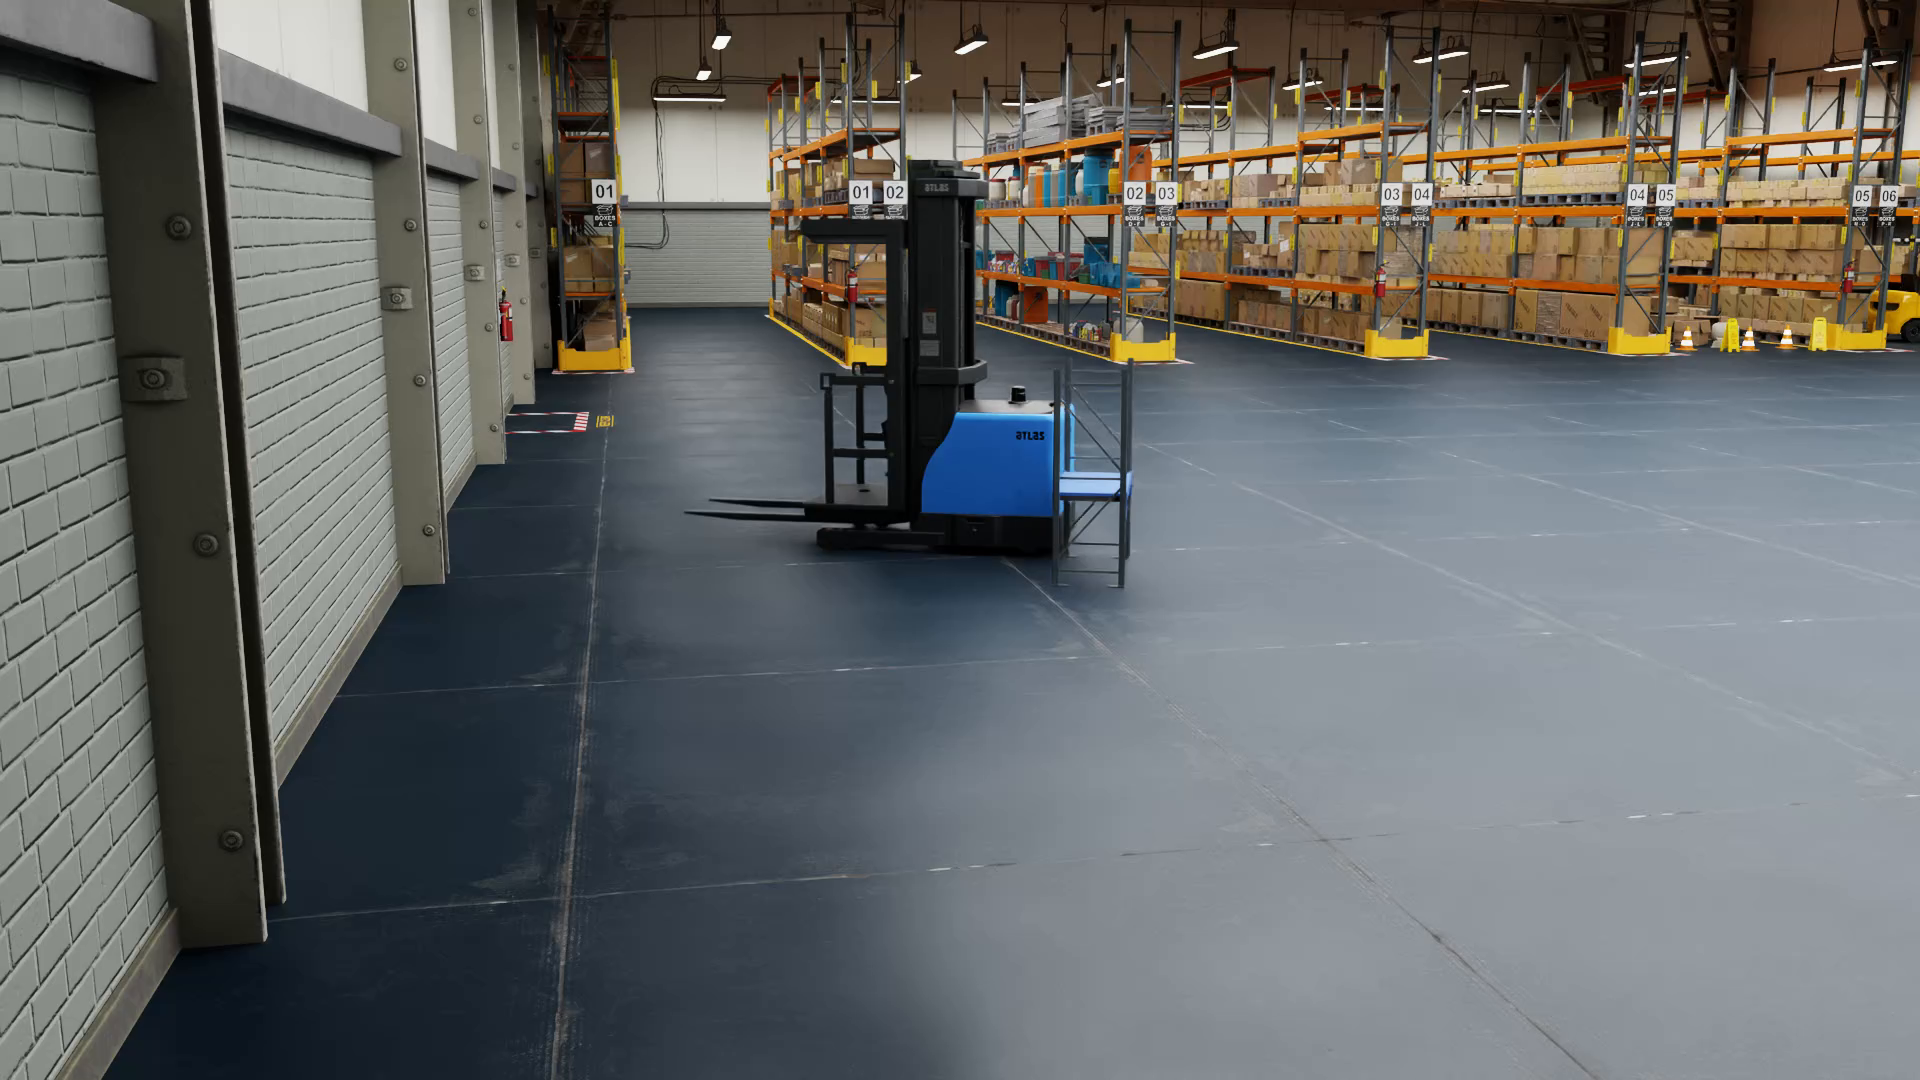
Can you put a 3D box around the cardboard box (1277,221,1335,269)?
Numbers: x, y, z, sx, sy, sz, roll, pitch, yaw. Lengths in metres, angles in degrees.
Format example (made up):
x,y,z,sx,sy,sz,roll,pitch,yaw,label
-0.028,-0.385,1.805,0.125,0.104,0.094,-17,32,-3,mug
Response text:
x,y,z,sx,sy,sz,roll,pitch,yaw,label
7.476,-6.330,35.702,1.000,1.000,1.000,-2,11,-11,cardboard box

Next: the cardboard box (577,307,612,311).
x,y,z,sx,sy,sz,roll,pitch,yaw,label
-7.683,-4.630,35.010,0.700,0.500,0.500,-2,11,-11,cardboard box

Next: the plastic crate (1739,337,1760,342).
x,y,z,sx,sy,sz,roll,pitch,yaw,label
16.715,-4.286,35.502,0.402,0.080,0.583,-6,13,-31,plastic crate

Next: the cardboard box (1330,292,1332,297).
x,y,z,sx,sy,sz,roll,pitch,yaw,label
10.237,-6.648,45.014,0.380,0.149,0.250,-3,11,-14,cardboard box

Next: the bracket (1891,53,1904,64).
x,y,z,sx,sy,sz,roll,pitch,yaw,label
22.175,-11.373,39.255,0.235,0.232,0.430,-2,11,-11,bracket

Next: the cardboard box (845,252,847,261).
x,y,z,sx,sy,sz,roll,pitch,yaw,label
-1.908,-5.205,30.517,0.380,0.149,0.250,-2,11,-9,cardboard box

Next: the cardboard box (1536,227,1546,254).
x,y,z,sx,sy,sz,roll,pitch,yaw,label
12.637,-6.278,34.870,0.875,0.550,0.550,-2,11,-11,cardboard box

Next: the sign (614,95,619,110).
x,y,z,sx,sy,sz,roll,pitch,yaw,label
-7.330,-9.337,35.477,0.100,0.325,0.005,-2,11,-11,sign

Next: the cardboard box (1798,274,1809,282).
x,y,z,sx,sy,sz,roll,pitch,yaw,label
17.443,-5.378,34.103,0.380,0.149,0.250,-2,11,-10,cardboard box

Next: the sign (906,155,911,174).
x,y,z,sx,sy,sz,roll,pitch,yaw,label
-0.901,-6.545,28.992,0.100,0.325,0.005,-2,11,-11,sign

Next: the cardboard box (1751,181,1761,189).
x,y,z,sx,sy,sz,roll,pitch,yaw,label
17.102,-7.566,35.441,0.380,0.149,0.250,-2,11,-11,cardboard box

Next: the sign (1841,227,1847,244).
x,y,z,sx,sy,sz,roll,pitch,yaw,label
17.444,-6.012,32.819,0.100,0.325,0.005,-2,11,-11,sign

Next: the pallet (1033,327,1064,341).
x,y,z,sx,sy,sz,roll,pitch,yaw,label
2.204,-4.495,36.246,1.003,0.211,1.213,-2,11,-11,pallet

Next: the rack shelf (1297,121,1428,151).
x,y,z,sx,sy,sz,roll,pitch,yaw,label
7.882,-7.903,32.584,1.077,0.370,4.000,-2,11,-11,rack shelf

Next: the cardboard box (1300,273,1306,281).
x,y,z,sx,sy,sz,roll,pitch,yaw,label
7.276,-5.458,34.520,0.380,0.149,0.250,-2,11,-11,cardboard box

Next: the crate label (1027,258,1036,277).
x,y,z,sx,sy,sz,roll,pitch,yaw,label
1.785,-6.057,36.900,0.502,0.435,0.616,-2,11,-11,crate label

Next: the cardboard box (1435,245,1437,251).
x,y,z,sx,sy,sz,roll,pitch,yaw,label
11.700,-7.041,40.124,0.380,0.149,0.250,-2,11,-11,cardboard box

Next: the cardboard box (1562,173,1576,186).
x,y,z,sx,sy,sz,roll,pitch,yaw,label
12.496,-7.263,33.528,0.500,0.250,0.500,-2,11,-10,cardboard box

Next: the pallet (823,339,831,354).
x,y,z,sx,sy,sz,roll,pitch,yaw,label
-2.111,-3.801,32.602,1.003,0.211,1.213,-2,11,-11,pallet

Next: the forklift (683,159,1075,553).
x,y,z,sx,sy,sz,roll,pitch,yaw,label
-0.646,-1.451,12.981,3.031,2.935,1.130,2,11,10,forklift

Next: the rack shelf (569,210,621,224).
x,y,z,sx,sy,sz,roll,pitch,yaw,label
-7.472,-6.624,33.879,1.077,0.370,4.000,-2,11,-11,rack shelf

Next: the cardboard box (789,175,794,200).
x,y,z,sx,sy,sz,roll,pitch,yaw,label
-3.755,-8.468,39.986,0.600,0.600,0.600,-3,11,-16,cardboard box

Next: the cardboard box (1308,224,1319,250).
x,y,z,sx,sy,sz,roll,pitch,yaw,label
7.430,-6.181,33.910,0.500,0.500,0.500,-2,11,-11,cardboard box

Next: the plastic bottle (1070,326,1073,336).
x,y,z,sx,sy,sz,roll,pitch,yaw,label
2.287,-4.246,33.790,0.097,0.201,0.097,0,11,0,plastic bottle

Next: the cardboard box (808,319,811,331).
x,y,z,sx,sy,sz,roll,pitch,yaw,label
-2.983,-4.613,35.643,0.500,0.250,0.500,-2,11,-13,cardboard box

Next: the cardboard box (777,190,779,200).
x,y,z,sx,sy,sz,roll,pitch,yaw,label
-4.330,-8.694,41.893,0.500,0.250,0.500,-2,11,-11,cardboard box

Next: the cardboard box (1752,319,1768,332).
x,y,z,sx,sy,sz,roll,pitch,yaw,label
17.285,-4.581,35.473,0.500,0.250,0.500,-2,11,-12,cardboard box

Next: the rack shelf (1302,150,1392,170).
x,y,z,sx,sy,sz,roll,pitch,yaw,label
10.433,-10.266,44.998,1.077,0.370,4.000,-2,11,-11,rack shelf

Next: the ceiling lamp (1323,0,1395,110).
x,y,z,sx,sy,sz,roll,pitch,yaw,label
11.980,-14.458,49.478,2.000,3.185,0.800,-2,11,-11,ceiling lamp

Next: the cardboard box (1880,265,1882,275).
x,y,z,sx,sy,sz,roll,pitch,yaw,label
21.624,-6.321,38.783,0.500,0.250,0.500,-2,11,-11,cardboard box

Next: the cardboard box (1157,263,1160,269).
x,y,z,sx,sy,sz,roll,pitch,yaw,label
5.407,-7.207,43.711,0.380,0.149,0.250,-2,11,-10,cardboard box

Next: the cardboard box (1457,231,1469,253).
x,y,z,sx,sy,sz,roll,pitch,yaw,label
11.880,-6.844,38.191,0.700,0.500,0.500,-2,11,-12,cardboard box

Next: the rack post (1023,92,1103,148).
x,y,z,sx,sy,sz,roll,pitch,yaw,label
2.168,-8.901,35.360,1.013,1.000,3.121,-2,11,-11,rack post

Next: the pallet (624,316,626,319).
x,y,z,sx,sy,sz,roll,pitch,yaw,label
-8.710,-5.377,40.883,1.003,0.211,1.213,-2,11,-11,pallet

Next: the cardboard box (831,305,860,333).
x,y,z,sx,sy,sz,roll,pitch,yaw,label
-2.148,-4.171,31.312,0.500,0.500,0.500,-2,11,-11,cardboard box

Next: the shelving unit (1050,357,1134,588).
x,y,z,sx,sy,sz,roll,pitch,yaw,label
0.957,-0.511,11.869,0.538,1.500,1.048,1,11,8,shelving unit

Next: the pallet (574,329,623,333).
x,y,z,sx,sy,sz,roll,pitch,yaw,label
-7.710,-4.358,35.527,1.003,0.211,1.213,-2,11,-11,pallet

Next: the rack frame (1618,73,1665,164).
x,y,z,sx,sy,sz,roll,pitch,yaw,label
16.436,-9.719,40.192,1.000,3.000,0.127,-2,11,-11,rack frame

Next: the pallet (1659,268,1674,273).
x,y,z,sx,sy,sz,roll,pitch,yaw,label
16.679,-6.551,40.104,1.213,0.211,1.003,-2,11,-11,pallet

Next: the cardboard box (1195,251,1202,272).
x,y,z,sx,sy,sz,roll,pitch,yaw,label
6.083,-6.822,40.750,0.500,0.500,0.500,-2,11,-10,cardboard box

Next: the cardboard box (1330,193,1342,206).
x,y,z,sx,sy,sz,roll,pitch,yaw,label
7.634,-6.701,32.759,0.500,0.250,0.500,-2,11,-12,cardboard box

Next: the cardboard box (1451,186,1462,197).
x,y,z,sx,sy,sz,roll,pitch,yaw,label
11.623,-7.996,38.172,0.500,0.250,0.500,-2,11,-9,cardboard box

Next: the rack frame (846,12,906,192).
x,y,z,sx,sy,sz,roll,pitch,yaw,label
-1.446,-7.532,28.700,1.000,3.000,0.127,-2,11,-11,rack frame

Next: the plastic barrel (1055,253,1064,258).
x,y,z,sx,sy,sz,roll,pitch,yaw,label
2.267,-6.105,36.952,0.421,0.512,0.421,0,11,0,plastic barrel

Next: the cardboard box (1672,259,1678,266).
x,y,z,sx,sy,sz,roll,pitch,yaw,label
16.659,-6.393,38.311,0.380,0.149,0.250,-2,11,-11,cardboard box

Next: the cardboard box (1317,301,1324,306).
x,y,z,sx,sy,sz,roll,pitch,yaw,label
10.067,-6.505,45.853,0.380,0.149,0.250,-3,11,-14,cardboard box

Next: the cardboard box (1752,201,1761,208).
x,y,z,sx,sy,sz,roll,pitch,yaw,label
17.197,-7.183,35.564,0.380,0.149,0.250,-2,11,-9,cardboard box

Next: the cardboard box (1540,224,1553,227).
x,y,z,sx,sy,sz,roll,pitch,yaw,label
15.851,-8.432,44.797,0.380,0.149,0.250,-2,11,-12,cardboard box

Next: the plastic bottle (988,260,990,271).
x,y,z,sx,sy,sz,roll,pitch,yaw,label
0.732,-6.825,41.343,0.061,0.283,0.133,-2,11,-11,plastic bottle

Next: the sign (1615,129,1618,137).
x,y,z,sx,sy,sz,roll,pitch,yaw,label
19.216,-11.845,48.654,0.100,0.325,0.005,-2,11,-11,sign

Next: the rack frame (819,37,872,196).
x,y,z,sx,sy,sz,roll,pitch,yaw,label
-2.224,-8.265,32.555,1.000,3.000,0.127,-2,11,-11,rack frame

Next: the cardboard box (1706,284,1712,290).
x,y,z,sx,sy,sz,roll,pitch,yaw,label
20.465,-6.860,45.044,0.380,0.149,0.250,-2,11,-13,cardboard box

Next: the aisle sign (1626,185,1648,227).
x,y,z,sx,sy,sz,roll,pitch,yaw,label
12.876,-6.359,31.632,0.394,0.787,0.004,-2,11,-11,aisle sign

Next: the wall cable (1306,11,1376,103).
x,y,z,sx,sy,sz,roll,pitch,yaw,label
11.980,-15.109,52.469,2.355,3.000,0.029,-2,11,-11,wall cable

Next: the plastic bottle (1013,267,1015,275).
x,y,z,sx,sy,sz,roll,pitch,yaw,label
1.292,-6.274,38.670,0.097,0.201,0.097,0,11,0,plastic bottle
